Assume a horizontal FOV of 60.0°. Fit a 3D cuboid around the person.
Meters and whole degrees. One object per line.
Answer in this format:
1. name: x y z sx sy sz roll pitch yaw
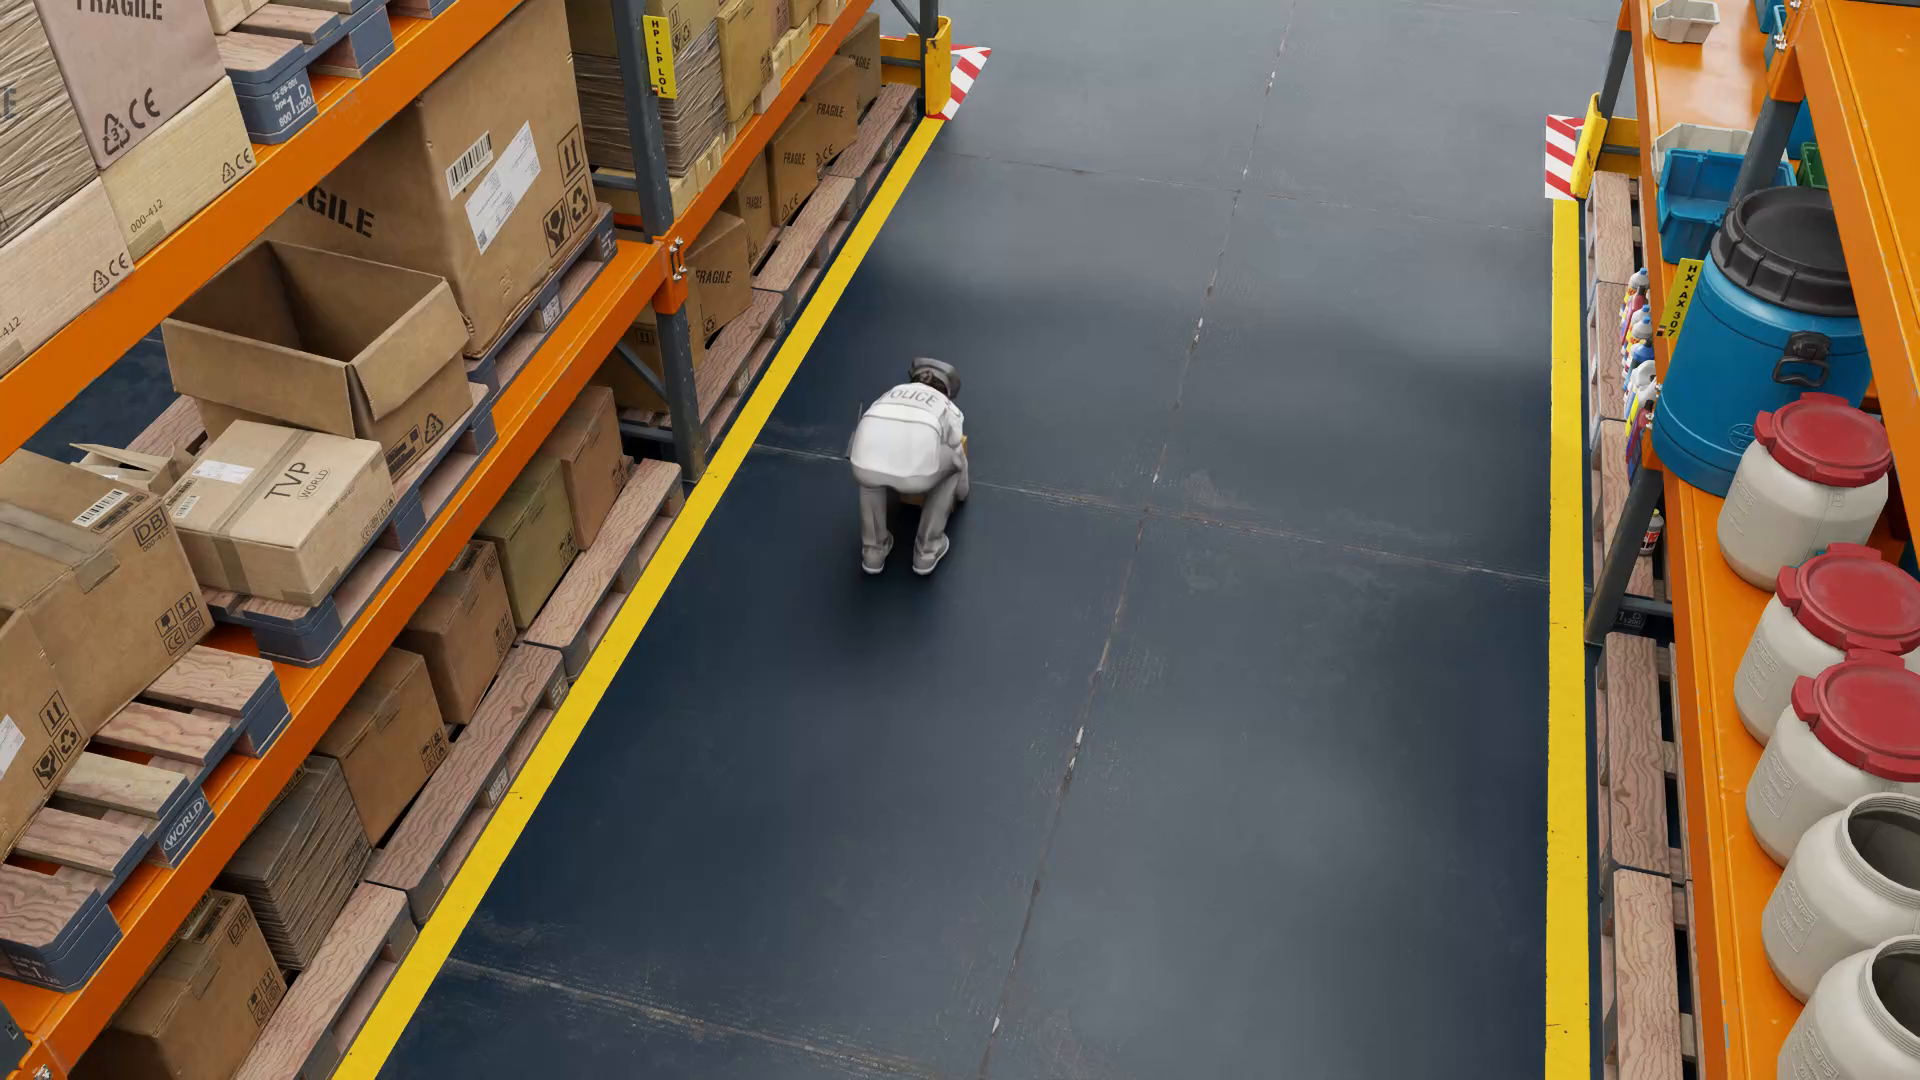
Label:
1. person: -0.216 -0.330 7.144 0.458 0.861 0.882 8 42 9
